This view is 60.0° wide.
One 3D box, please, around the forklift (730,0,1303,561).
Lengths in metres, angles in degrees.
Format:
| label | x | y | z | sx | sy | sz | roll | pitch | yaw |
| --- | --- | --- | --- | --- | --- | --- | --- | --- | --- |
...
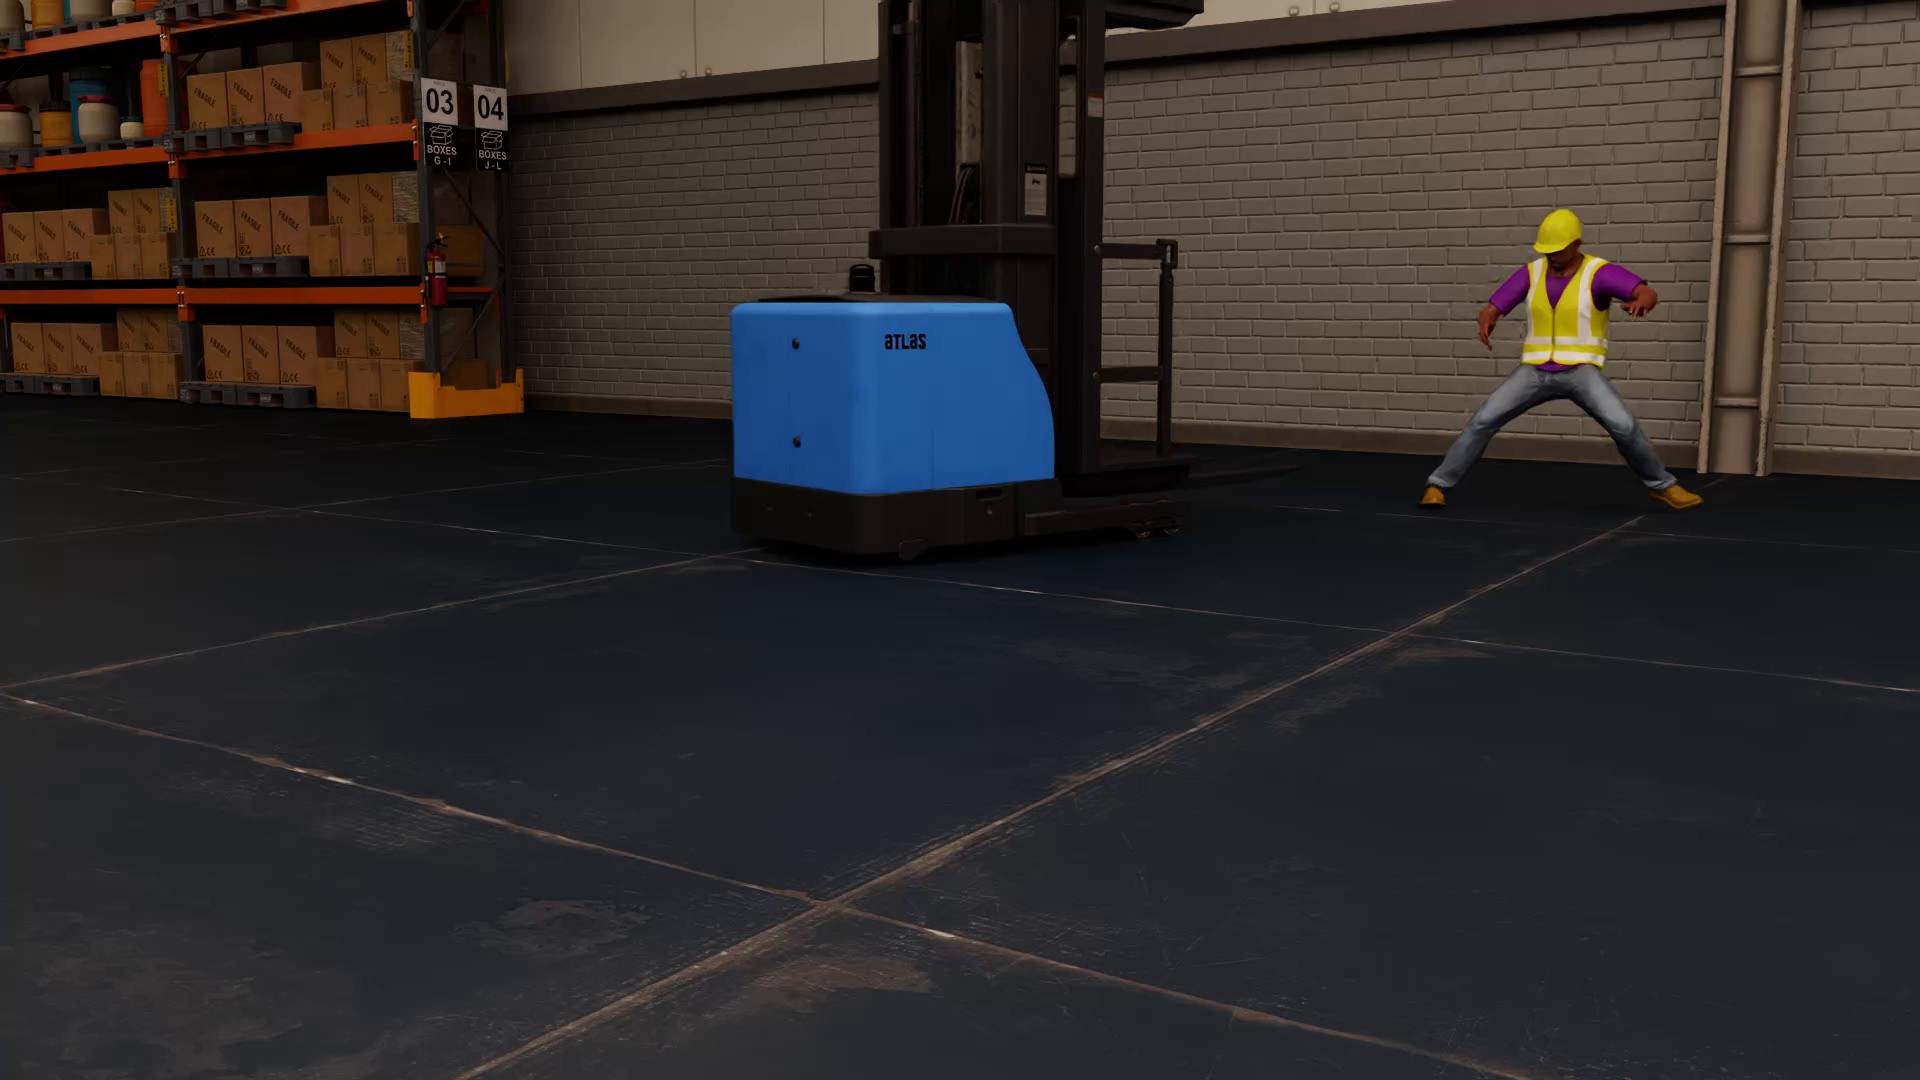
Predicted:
| label | x | y | z | sx | sy | sz | roll | pitch | yaw |
| --- | --- | --- | --- | --- | --- | --- | --- | --- | --- |
| forklift | 0.428 | -1.510 | 7.812 | 3.031 | 2.935 | 1.130 | -7 | 11 | -40 |

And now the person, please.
| label | x | y | z | sx | sy | sz | roll | pitch | yaw |
| --- | --- | --- | --- | --- | --- | --- | --- | --- | --- |
| person | 3.107 | -0.919 | 8.561 | 1.316 | 1.552 | 0.773 | 7 | 11 | 40 |
